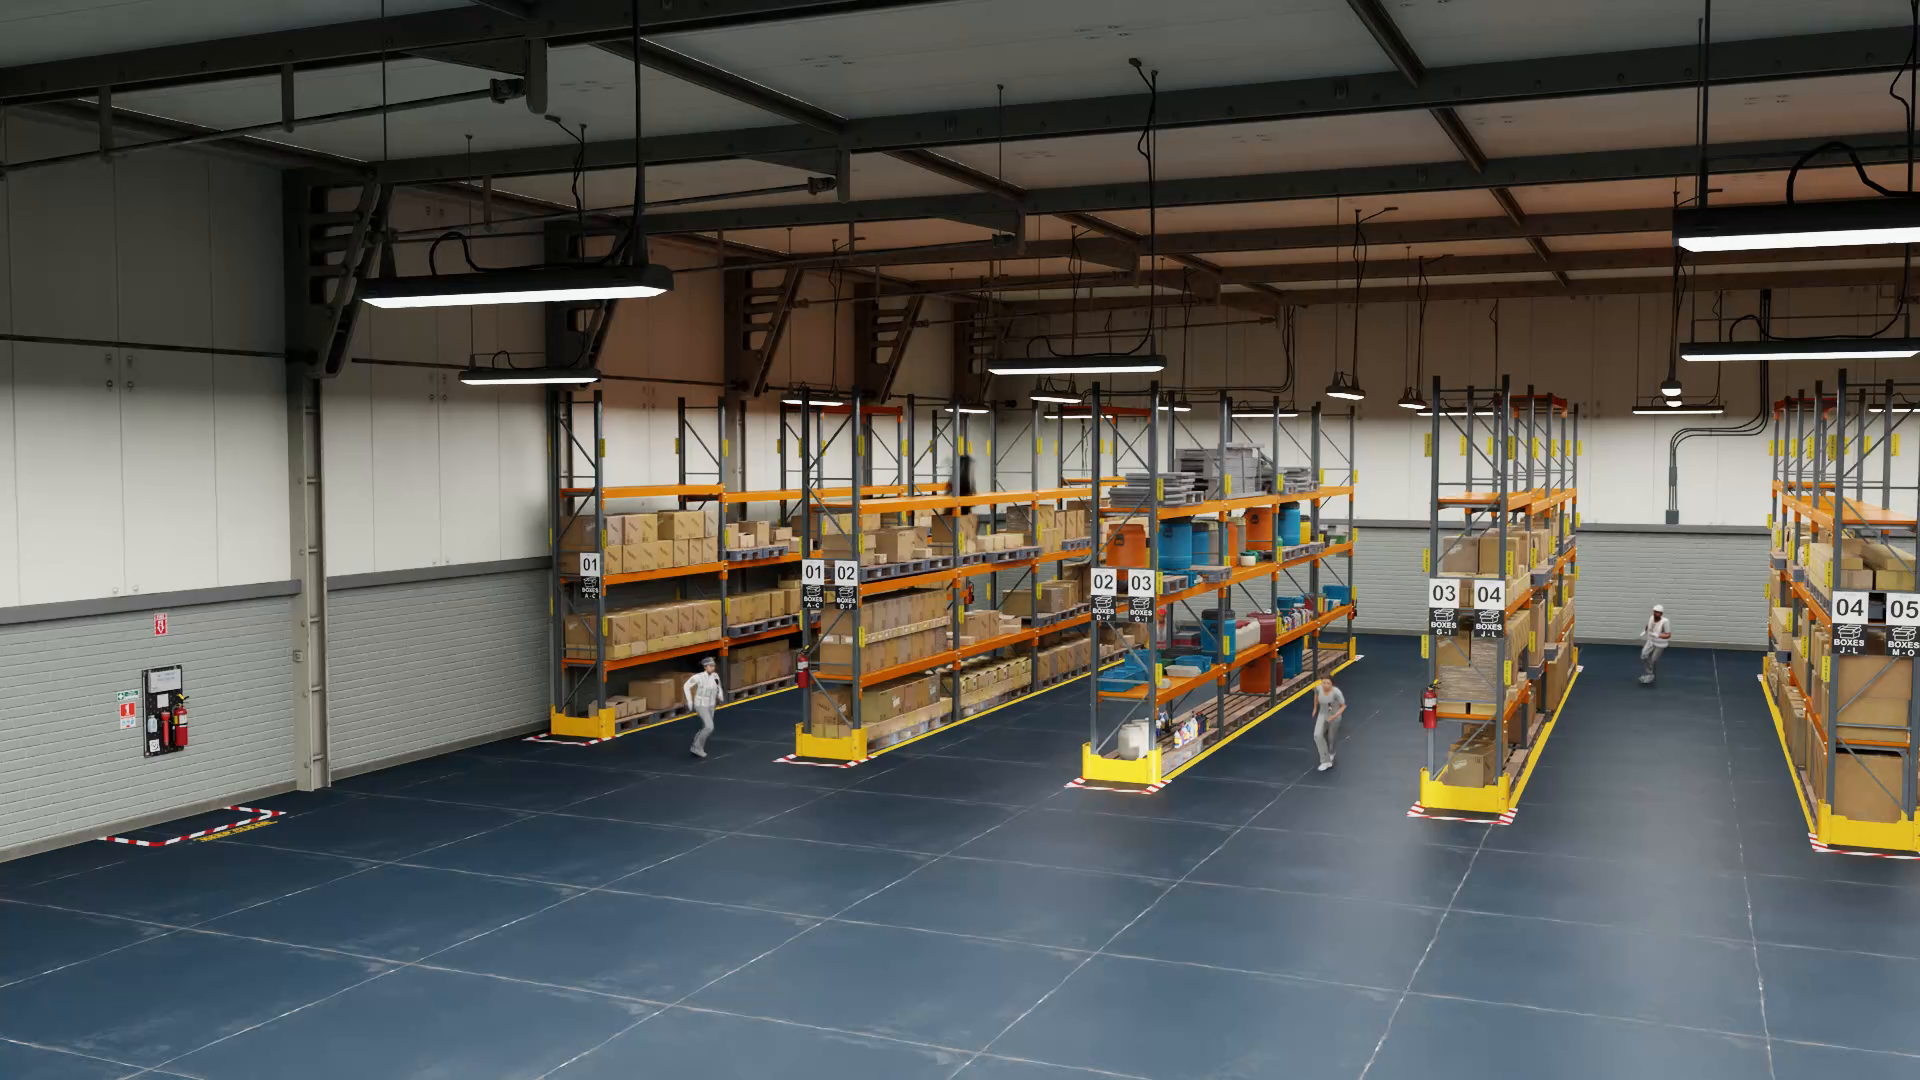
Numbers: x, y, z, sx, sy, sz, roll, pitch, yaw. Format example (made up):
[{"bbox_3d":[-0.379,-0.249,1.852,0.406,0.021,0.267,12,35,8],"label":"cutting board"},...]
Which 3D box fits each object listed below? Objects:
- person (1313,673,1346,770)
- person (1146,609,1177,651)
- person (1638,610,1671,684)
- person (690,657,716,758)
[{"bbox_3d":[5.810,2.785,26.017,0.570,1.511,1.042,2,4,27],"label":"person"},{"bbox_3d":[4.156,2.254,34.313,0.648,1.716,0.700,0,3,7],"label":"person"},{"bbox_3d":[14.663,2.211,35.148,0.721,1.640,0.839,-3,4,-41],"label":"person"},{"bbox_3d":[-4.150,2.697,26.934,0.580,1.659,0.281,3,4,43],"label":"person"}]
